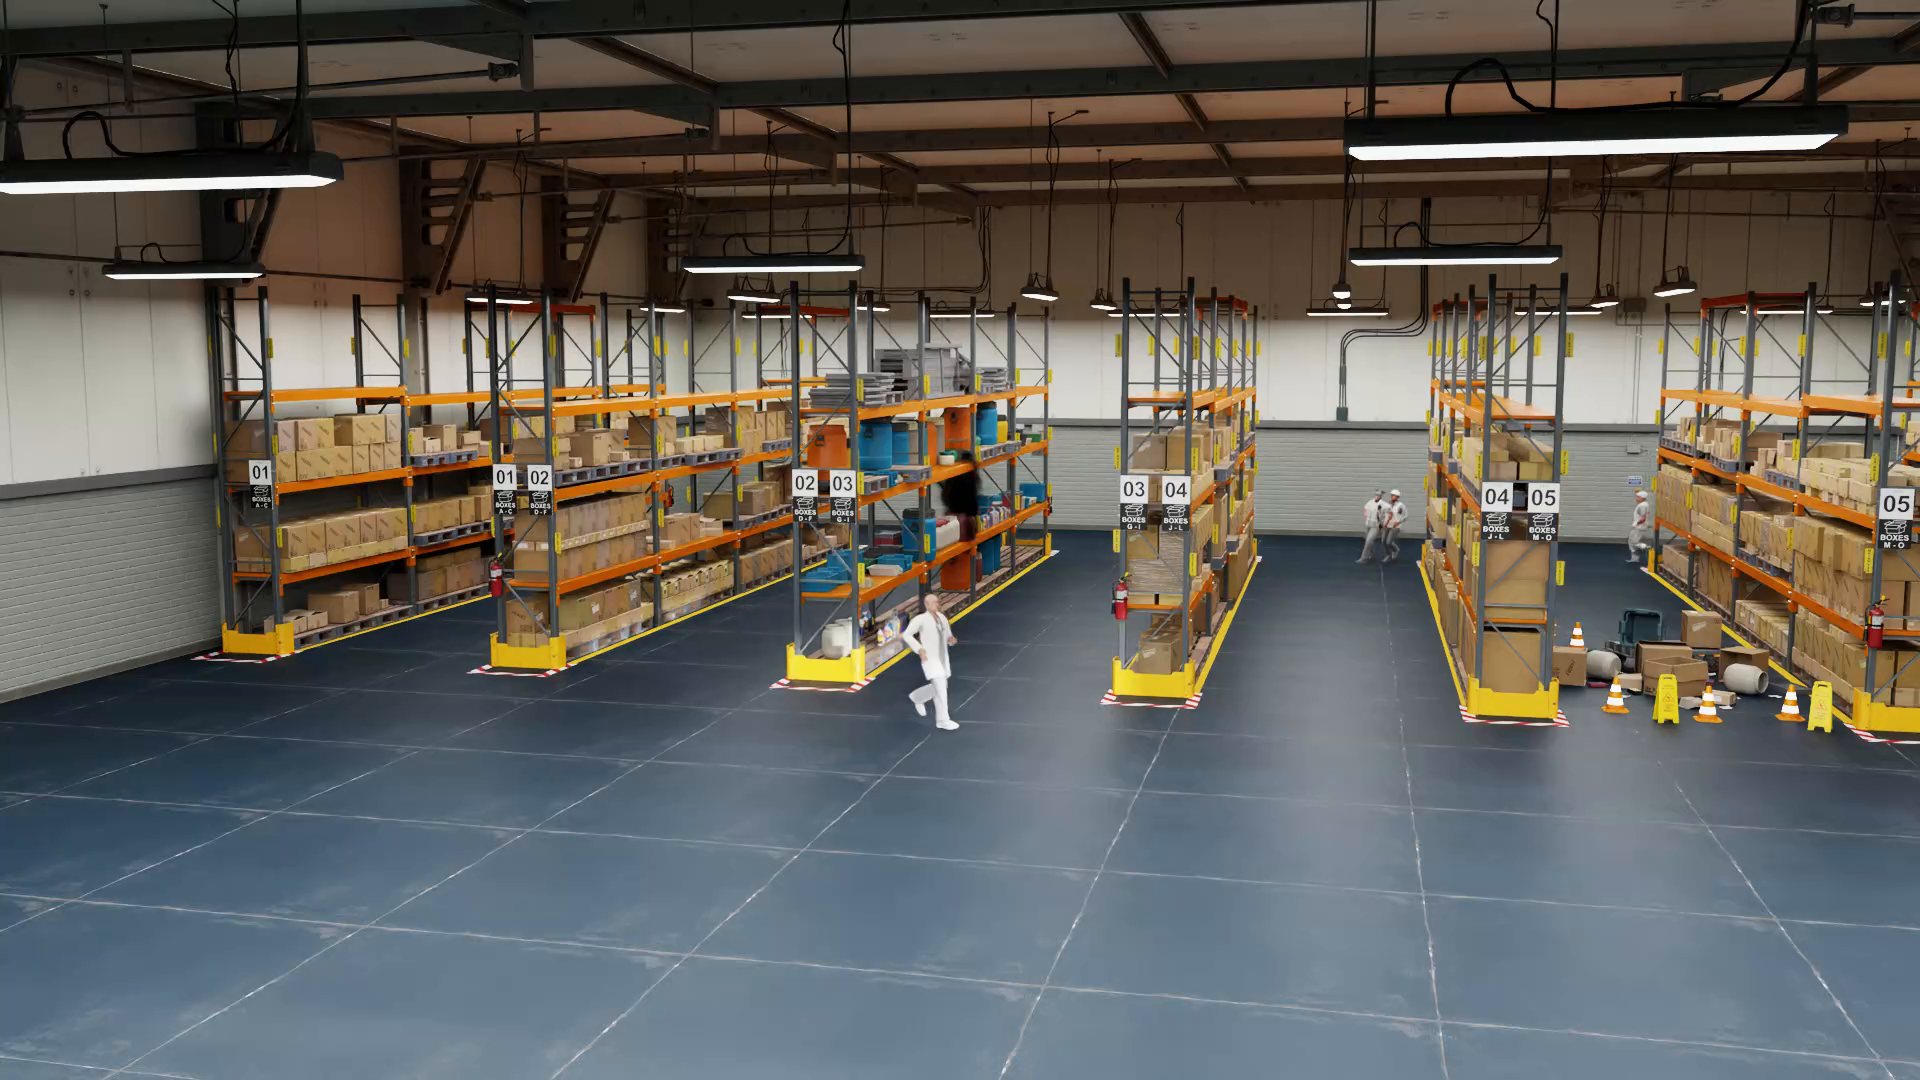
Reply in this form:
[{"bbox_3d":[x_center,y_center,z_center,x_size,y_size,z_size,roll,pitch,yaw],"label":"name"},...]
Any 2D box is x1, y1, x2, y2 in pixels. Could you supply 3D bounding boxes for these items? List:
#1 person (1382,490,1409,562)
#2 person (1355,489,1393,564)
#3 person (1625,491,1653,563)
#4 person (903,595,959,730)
[{"bbox_3d":[10.144,-0.326,39.023,0.617,1.721,0.680,-5,8,-36],"label":"person"},{"bbox_3d":[9.682,-0.331,38.850,0.931,1.739,0.771,-6,9,-43],"label":"person"},{"bbox_3d":[15.859,-0.283,38.661,0.687,1.717,0.701,3,7,26],"label":"person"},{"bbox_3d":[-0.369,1.595,22.068,0.981,1.753,0.718,6,9,42],"label":"person"}]
